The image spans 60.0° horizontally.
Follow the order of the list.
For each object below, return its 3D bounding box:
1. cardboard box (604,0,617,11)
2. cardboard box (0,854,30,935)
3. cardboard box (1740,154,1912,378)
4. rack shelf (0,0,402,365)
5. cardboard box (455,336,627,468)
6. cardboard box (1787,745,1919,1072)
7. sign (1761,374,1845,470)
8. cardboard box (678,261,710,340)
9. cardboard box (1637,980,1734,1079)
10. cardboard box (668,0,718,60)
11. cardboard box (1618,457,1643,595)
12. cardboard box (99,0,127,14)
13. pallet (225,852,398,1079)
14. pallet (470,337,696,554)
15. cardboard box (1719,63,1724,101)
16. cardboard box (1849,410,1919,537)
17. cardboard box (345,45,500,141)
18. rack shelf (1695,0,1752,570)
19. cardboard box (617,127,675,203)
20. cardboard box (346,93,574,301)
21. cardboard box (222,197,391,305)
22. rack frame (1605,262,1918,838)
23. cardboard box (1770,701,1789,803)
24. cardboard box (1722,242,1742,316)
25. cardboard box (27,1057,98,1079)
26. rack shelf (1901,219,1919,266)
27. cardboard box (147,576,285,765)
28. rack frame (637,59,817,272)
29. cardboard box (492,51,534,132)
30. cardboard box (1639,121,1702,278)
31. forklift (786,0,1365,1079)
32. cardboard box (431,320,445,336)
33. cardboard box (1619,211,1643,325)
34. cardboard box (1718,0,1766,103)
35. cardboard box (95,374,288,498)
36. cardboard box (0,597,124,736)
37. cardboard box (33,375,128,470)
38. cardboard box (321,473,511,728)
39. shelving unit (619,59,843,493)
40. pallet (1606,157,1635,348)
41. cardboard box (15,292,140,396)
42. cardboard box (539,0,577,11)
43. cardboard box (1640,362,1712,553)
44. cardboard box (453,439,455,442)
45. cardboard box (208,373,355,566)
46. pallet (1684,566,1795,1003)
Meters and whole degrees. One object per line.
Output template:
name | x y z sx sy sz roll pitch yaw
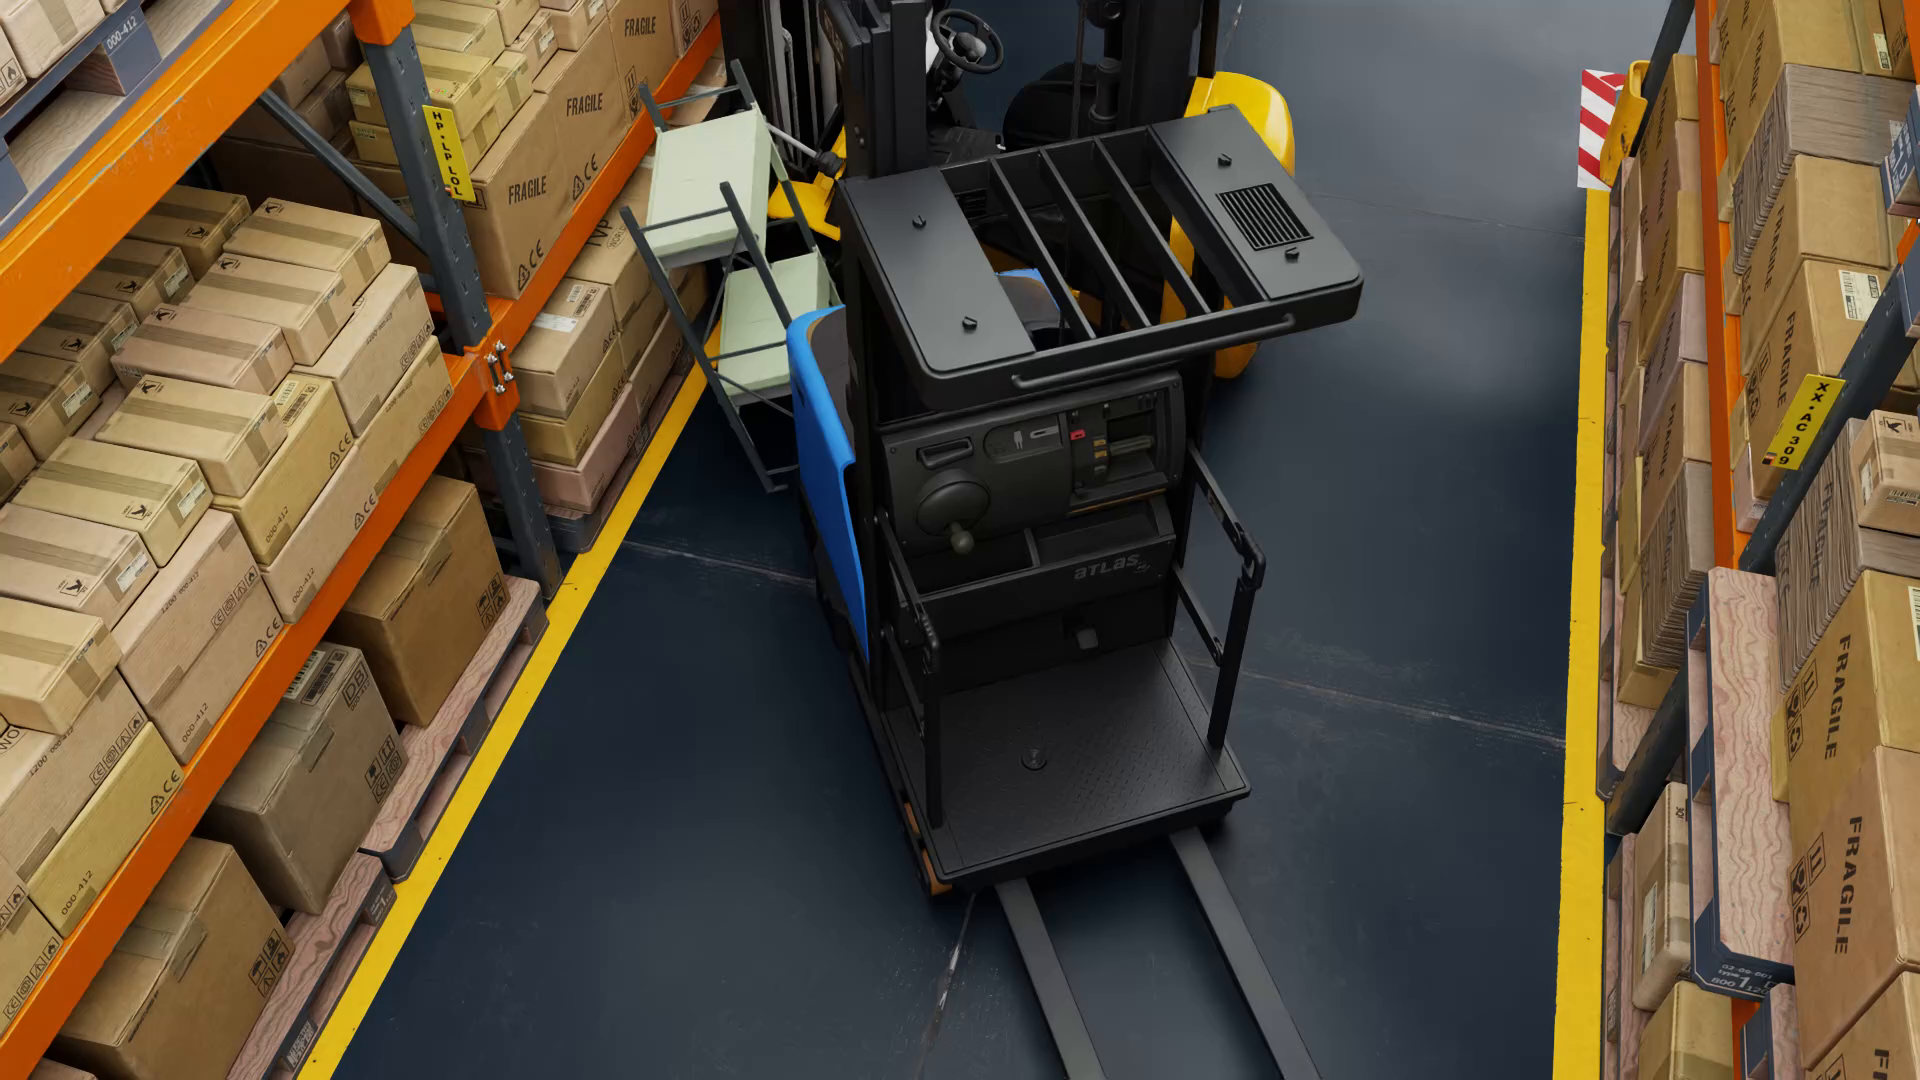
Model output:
cardboard box | -1.400 -2.056 5.983 0.380 0.149 0.250 11 50 10
cardboard box | -2.465 0.873 3.664 0.500 0.250 0.500 10 49 9
cardboard box | 2.743 -0.793 5.103 0.500 0.500 0.500 13 50 11
rack shelf | -2.579 -0.202 3.326 1.077 0.370 4.000 12 50 10
cardboard box | -1.627 -0.578 6.399 0.500 0.250 0.500 11 50 10
cardboard box | 2.062 0.812 3.407 0.500 0.500 0.500 11 50 10
sign | 2.212 -0.306 4.361 0.100 0.325 0.005 12 50 10
cardboard box | -1.367 -1.153 7.240 0.500 0.250 0.500 12 50 11
cardboard box | 2.416 1.713 4.629 0.950 0.372 0.625 14 50 12
cardboard box | -1.278 -2.303 6.634 0.500 0.500 0.500 12 50 10
cardboard box | 2.764 -0.015 6.235 0.500 0.250 0.500 10 49 9
cardboard box | -2.008 -1.458 3.667 0.500 0.311 0.500 10 49 9
pallet | -2.528 1.454 5.245 1.003 0.211 1.213 12 50 10
pallet | -1.803 -0.539 7.004 1.003 0.211 1.213 12 50 10
cardboard box | 3.153 -1.793 6.419 0.380 0.149 0.250 13 50 11
cardboard box | 2.272 -0.132 3.807 0.380 0.149 0.250 11 50 10
cardboard box | -1.682 -1.413 5.217 0.380 0.149 0.250 12 50 11
rack shelf | 3.264 -1.126 6.142 1.077 0.370 4.000 12 50 10
cardboard box | -1.358 -1.473 6.855 0.500 0.250 0.500 13 50 11
cardboard box | -1.684 -1.197 5.658 0.500 0.500 0.500 10 49 9
cardboard box | -1.928 -0.851 4.920 0.380 0.149 0.250 13 50 11
rack frame | 2.737 0.082 4.596 1.000 3.000 0.127 12 50 10
cardboard box | 2.213 0.543 4.077 0.380 0.149 0.250 12 50 11
cardboard box | 2.792 -0.863 5.597 0.380 0.149 0.250 11 49 9
cardboard box | -2.764 1.723 4.451 0.875 0.625 0.625 13 50 11
rack shelf | 2.211 0.774 2.464 1.077 0.370 4.000 12 50 10
cardboard box | -2.220 0.289 4.513 0.500 0.250 0.500 12 50 10
rack frame | -0.818 -1.261 6.722 0.400 1.500 0.023 -11 48 10
cardboard box | -1.648 -1.509 5.500 0.380 0.149 0.250 13 50 11
cardboard box | 3.172 -1.363 6.925 0.500 0.500 0.500 10 49 9
forklift | 0.303 -0.124 4.823 1.130 2.935 3.031 -14 50 -12
cardboard box | -2.110 -0.849 6.304 0.500 0.250 0.500 12 50 11
cardboard box | 3.169 -1.144 7.231 0.500 0.250 0.500 13 50 11
cardboard box | 3.132 -1.911 6.089 0.500 0.500 0.500 11 49 9
cardboard box | -2.035 -0.278 4.414 0.380 0.149 0.250 10 49 9
cardboard box | -2.231 0.286 3.917 0.380 0.149 0.250 10 49 9
cardboard box | -2.575 -0.332 4.728 0.500 0.250 0.500 11 50 10
cardboard box | -2.179 0.132 5.856 0.875 0.625 0.625 14 50 12
shelving unit | -0.804 -0.984 6.483 0.431 1.500 0.755 -11 48 10
pallet | 3.522 -1.253 7.634 1.003 0.211 1.213 12 50 10
cardboard box | -2.540 -0.566 4.669 0.380 0.149 0.250 11 50 10
cardboard box | -1.475 -1.972 5.711 0.380 0.149 0.250 13 50 11
cardboard box | 2.766 -0.244 5.937 0.500 0.500 0.500 12 50 11
cardboard box | -2.122 -0.682 6.490 0.500 0.250 0.500 11 49 9
cardboard box | -2.064 -0.231 4.639 0.500 0.250 0.500 10 49 9
pallet | 2.396 0.670 4.205 1.003 0.211 1.213 12 50 10
